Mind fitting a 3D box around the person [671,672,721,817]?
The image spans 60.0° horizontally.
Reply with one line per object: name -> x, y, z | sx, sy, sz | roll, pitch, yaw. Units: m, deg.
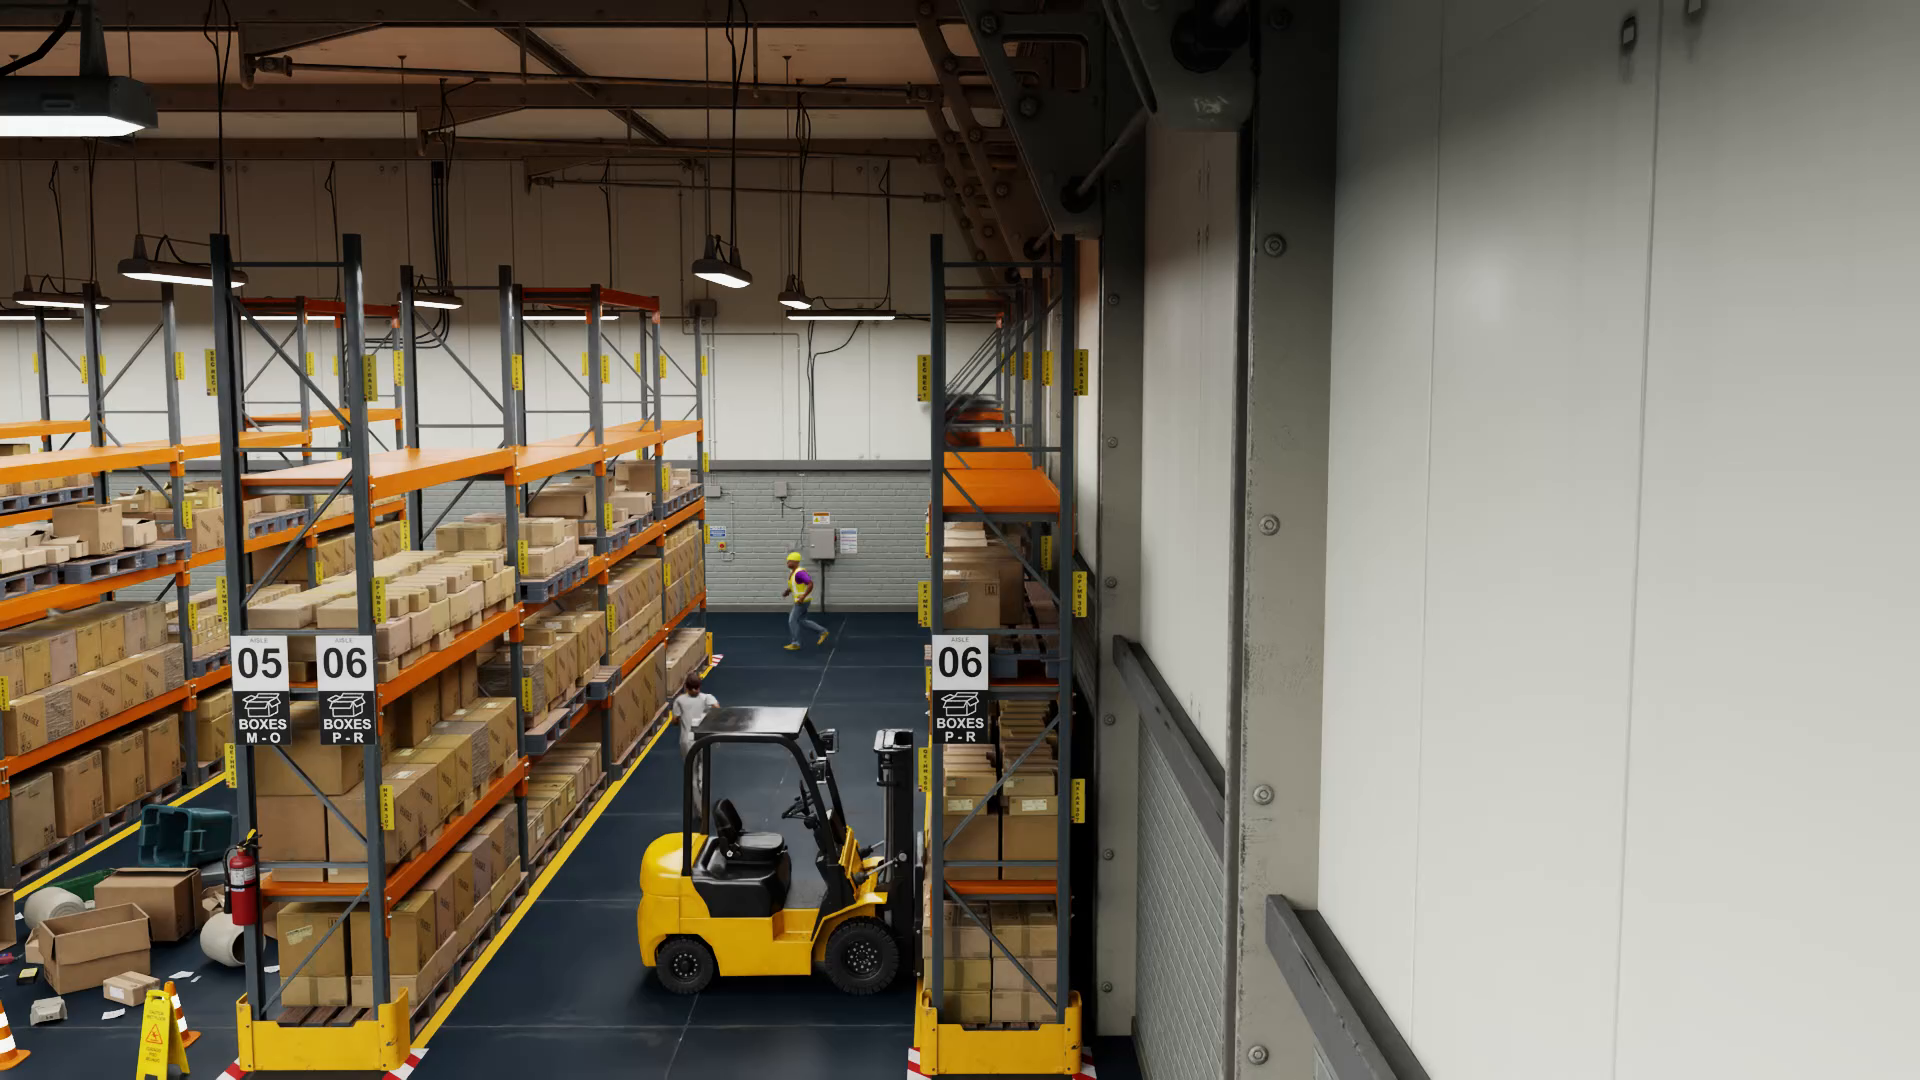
person -> -2.979, 2.305, 18.812 | 0.542, 1.598, 0.685 | -2, 7, -19

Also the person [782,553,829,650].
person -> -2.721, 1.071, 29.396 | 0.838, 1.720, 0.696 | -2, 7, -14

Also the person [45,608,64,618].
person -> -13.032, 1.728, 24.132 | 0.603, 1.574, 0.719 | -2, 7, -16
